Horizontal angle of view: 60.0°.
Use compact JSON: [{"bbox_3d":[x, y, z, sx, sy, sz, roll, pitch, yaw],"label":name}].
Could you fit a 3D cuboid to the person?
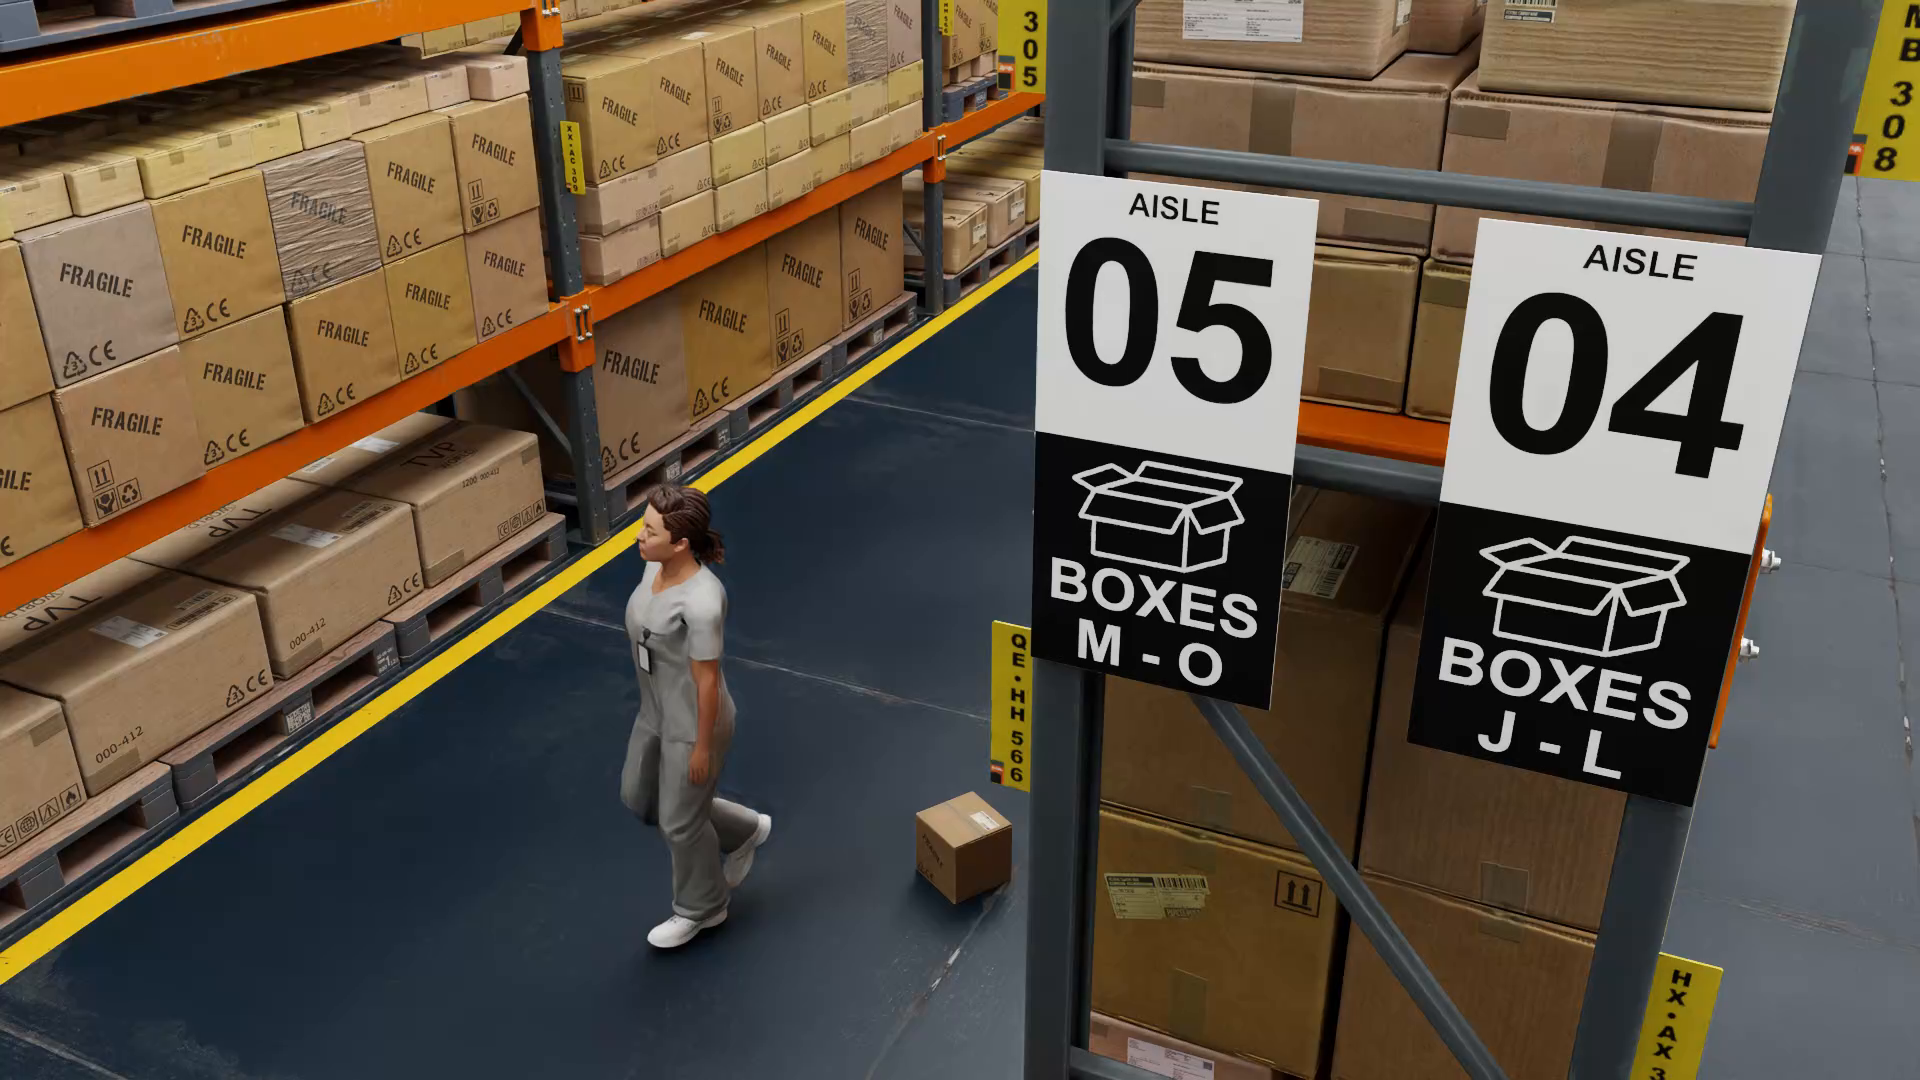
[{"bbox_3d":[-0.849,0.568,5.413,0.526,1.658,0.441,-16,30,-29],"label":"person"}]
